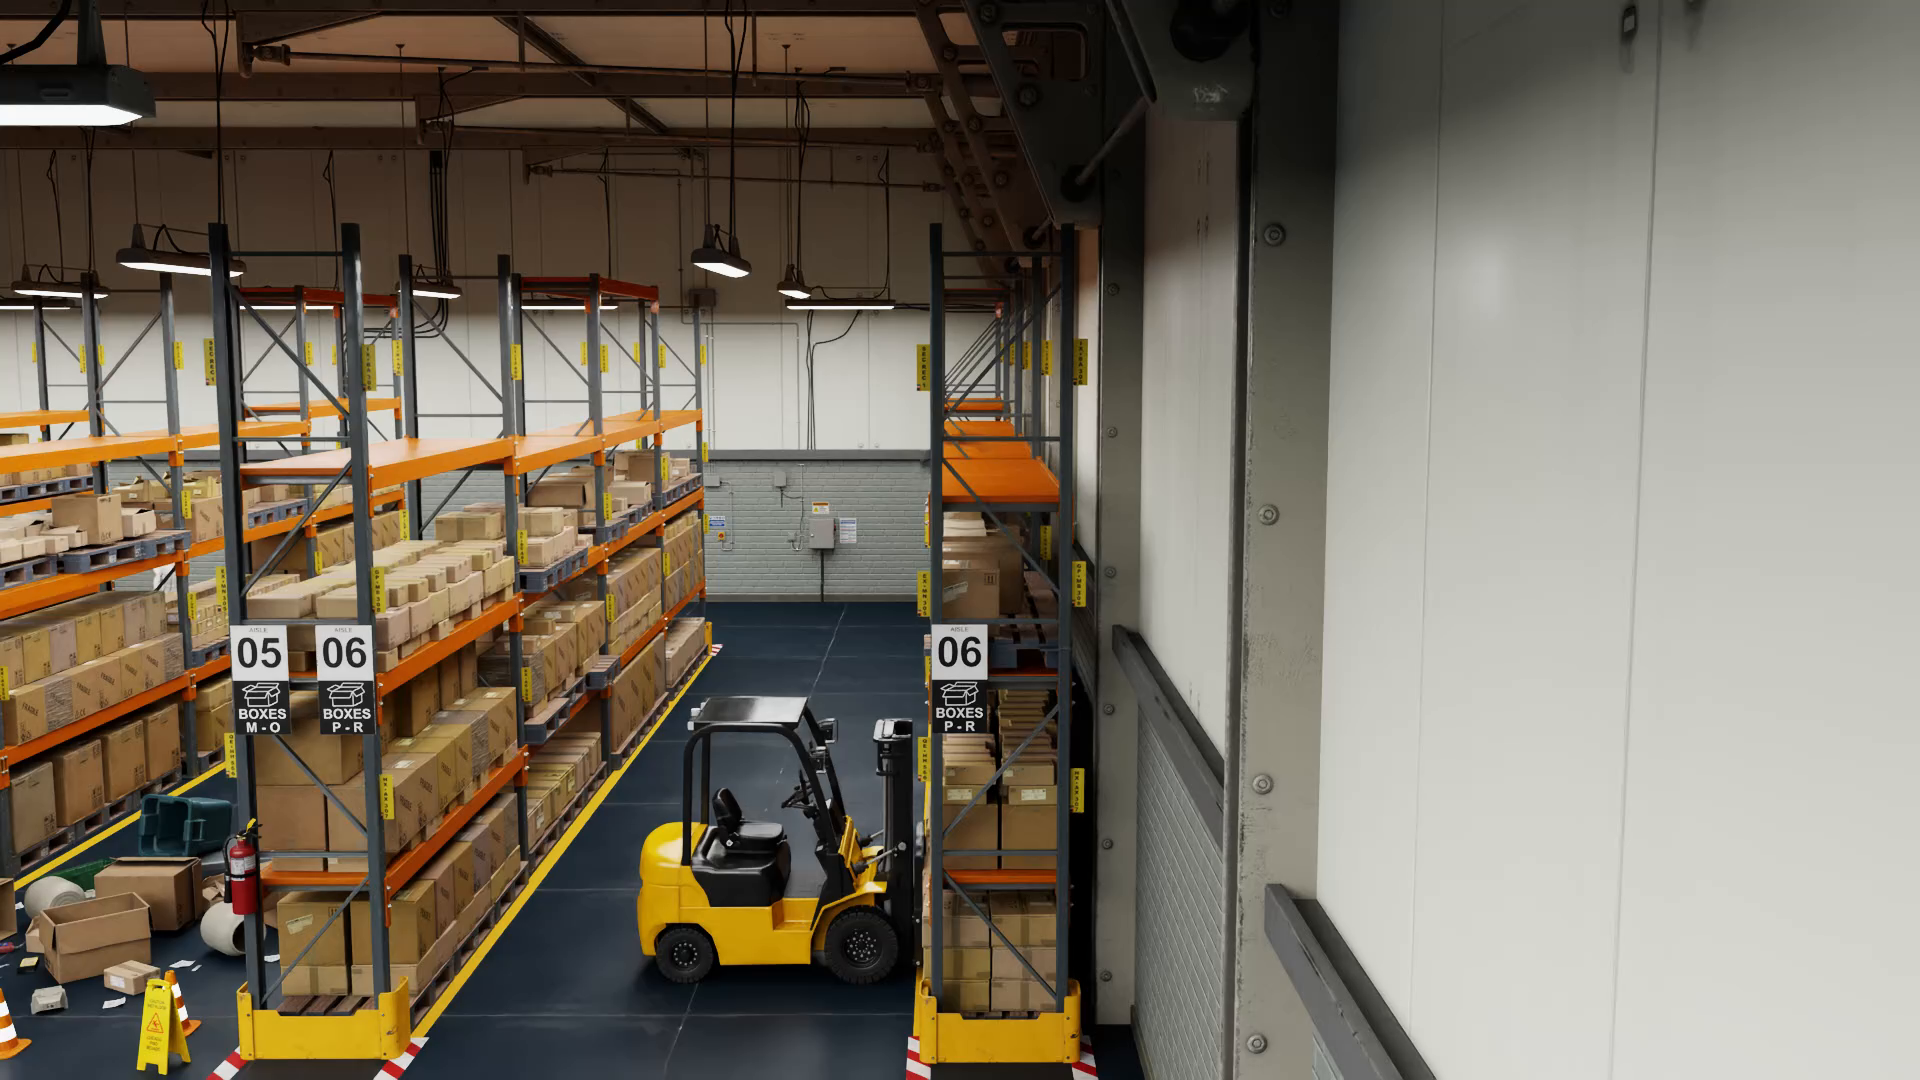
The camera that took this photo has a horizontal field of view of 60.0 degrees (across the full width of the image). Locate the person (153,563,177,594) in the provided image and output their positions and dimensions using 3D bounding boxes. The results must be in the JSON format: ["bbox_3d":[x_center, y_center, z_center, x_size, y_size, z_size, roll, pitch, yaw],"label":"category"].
[{"bbox_3d":[-13.868,0.953,29.169,0.501,1.638,0.939,-4,8,-30],"label":"person"}]
